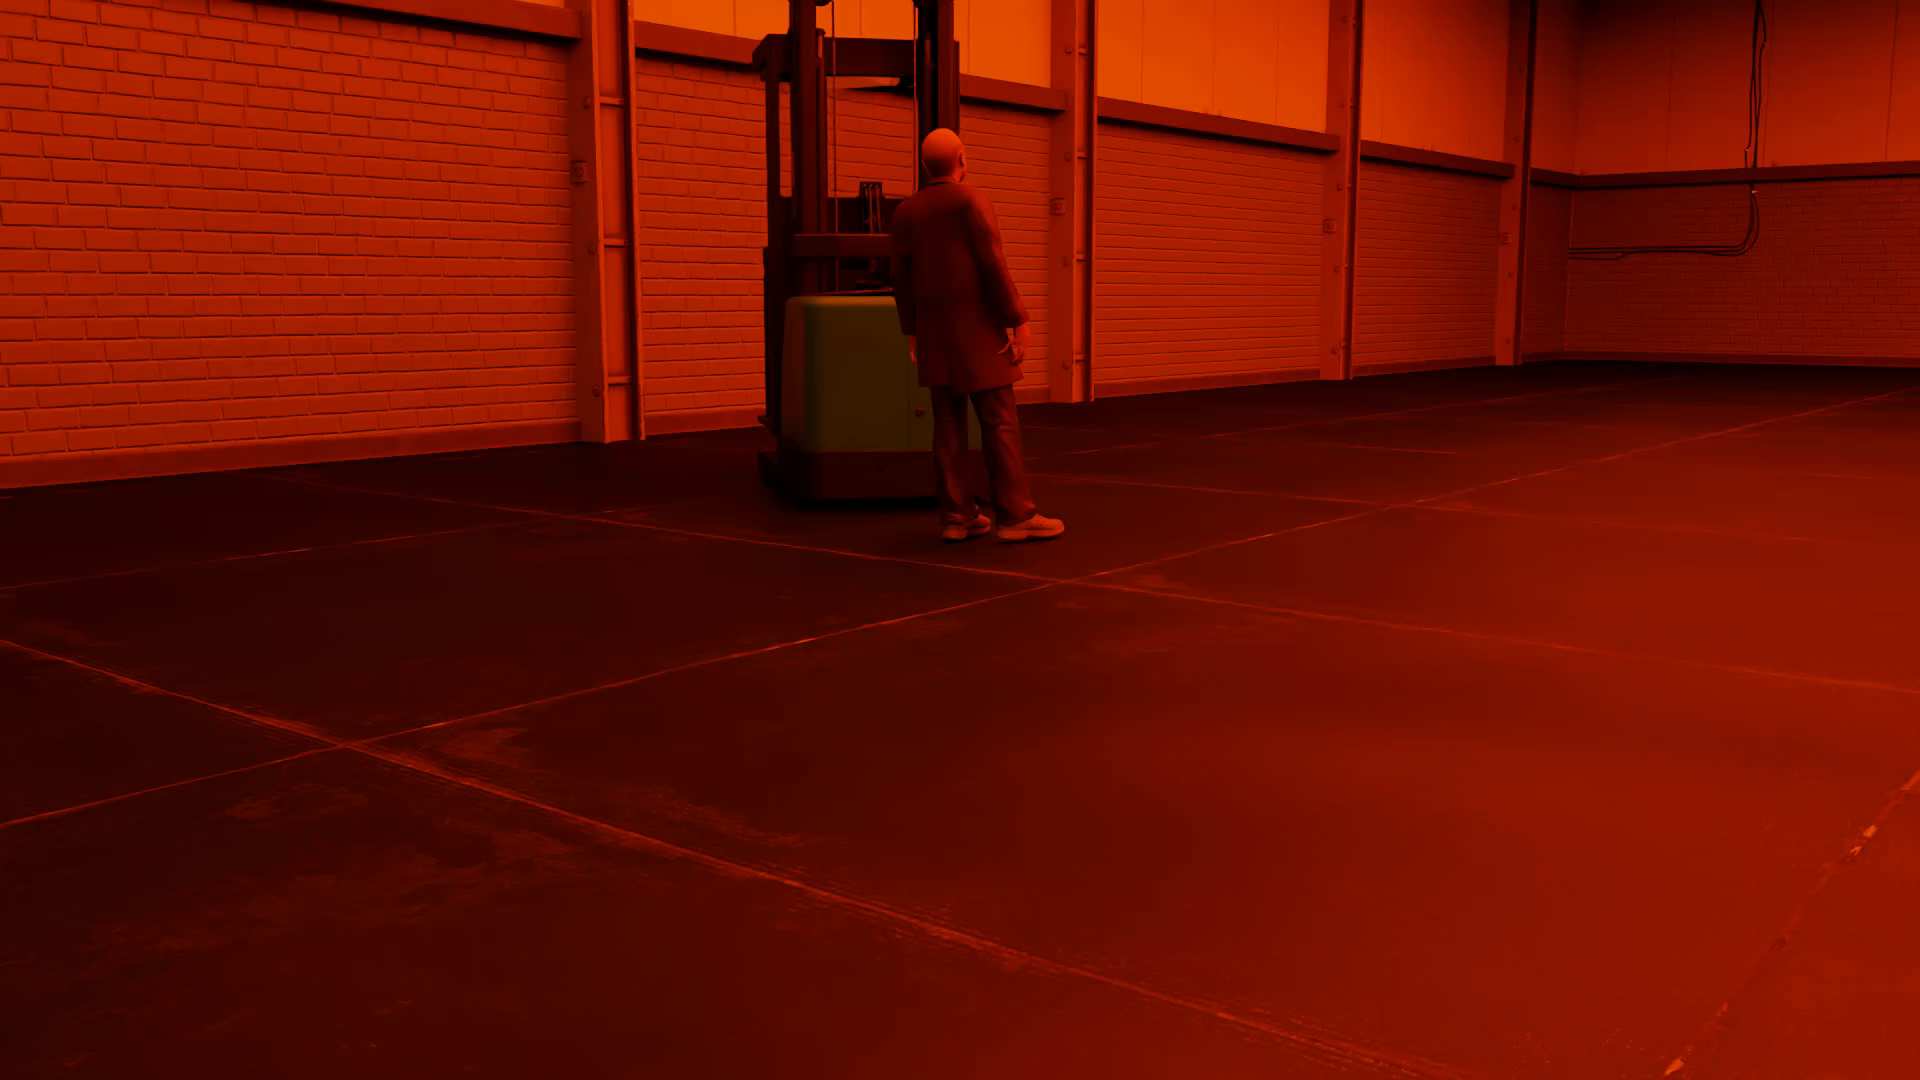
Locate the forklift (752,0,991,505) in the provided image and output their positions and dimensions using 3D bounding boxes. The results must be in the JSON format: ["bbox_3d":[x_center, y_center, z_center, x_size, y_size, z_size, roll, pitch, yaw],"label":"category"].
[{"bbox_3d":[-0.598,-1.808,9.638,1.130,2.935,3.031,-2,9,-13],"label":"forklift"}]

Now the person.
[{"bbox_3d":[0.061,-0.896,7.344,0.696,1.777,0.579,7,11,38],"label":"person"}]
